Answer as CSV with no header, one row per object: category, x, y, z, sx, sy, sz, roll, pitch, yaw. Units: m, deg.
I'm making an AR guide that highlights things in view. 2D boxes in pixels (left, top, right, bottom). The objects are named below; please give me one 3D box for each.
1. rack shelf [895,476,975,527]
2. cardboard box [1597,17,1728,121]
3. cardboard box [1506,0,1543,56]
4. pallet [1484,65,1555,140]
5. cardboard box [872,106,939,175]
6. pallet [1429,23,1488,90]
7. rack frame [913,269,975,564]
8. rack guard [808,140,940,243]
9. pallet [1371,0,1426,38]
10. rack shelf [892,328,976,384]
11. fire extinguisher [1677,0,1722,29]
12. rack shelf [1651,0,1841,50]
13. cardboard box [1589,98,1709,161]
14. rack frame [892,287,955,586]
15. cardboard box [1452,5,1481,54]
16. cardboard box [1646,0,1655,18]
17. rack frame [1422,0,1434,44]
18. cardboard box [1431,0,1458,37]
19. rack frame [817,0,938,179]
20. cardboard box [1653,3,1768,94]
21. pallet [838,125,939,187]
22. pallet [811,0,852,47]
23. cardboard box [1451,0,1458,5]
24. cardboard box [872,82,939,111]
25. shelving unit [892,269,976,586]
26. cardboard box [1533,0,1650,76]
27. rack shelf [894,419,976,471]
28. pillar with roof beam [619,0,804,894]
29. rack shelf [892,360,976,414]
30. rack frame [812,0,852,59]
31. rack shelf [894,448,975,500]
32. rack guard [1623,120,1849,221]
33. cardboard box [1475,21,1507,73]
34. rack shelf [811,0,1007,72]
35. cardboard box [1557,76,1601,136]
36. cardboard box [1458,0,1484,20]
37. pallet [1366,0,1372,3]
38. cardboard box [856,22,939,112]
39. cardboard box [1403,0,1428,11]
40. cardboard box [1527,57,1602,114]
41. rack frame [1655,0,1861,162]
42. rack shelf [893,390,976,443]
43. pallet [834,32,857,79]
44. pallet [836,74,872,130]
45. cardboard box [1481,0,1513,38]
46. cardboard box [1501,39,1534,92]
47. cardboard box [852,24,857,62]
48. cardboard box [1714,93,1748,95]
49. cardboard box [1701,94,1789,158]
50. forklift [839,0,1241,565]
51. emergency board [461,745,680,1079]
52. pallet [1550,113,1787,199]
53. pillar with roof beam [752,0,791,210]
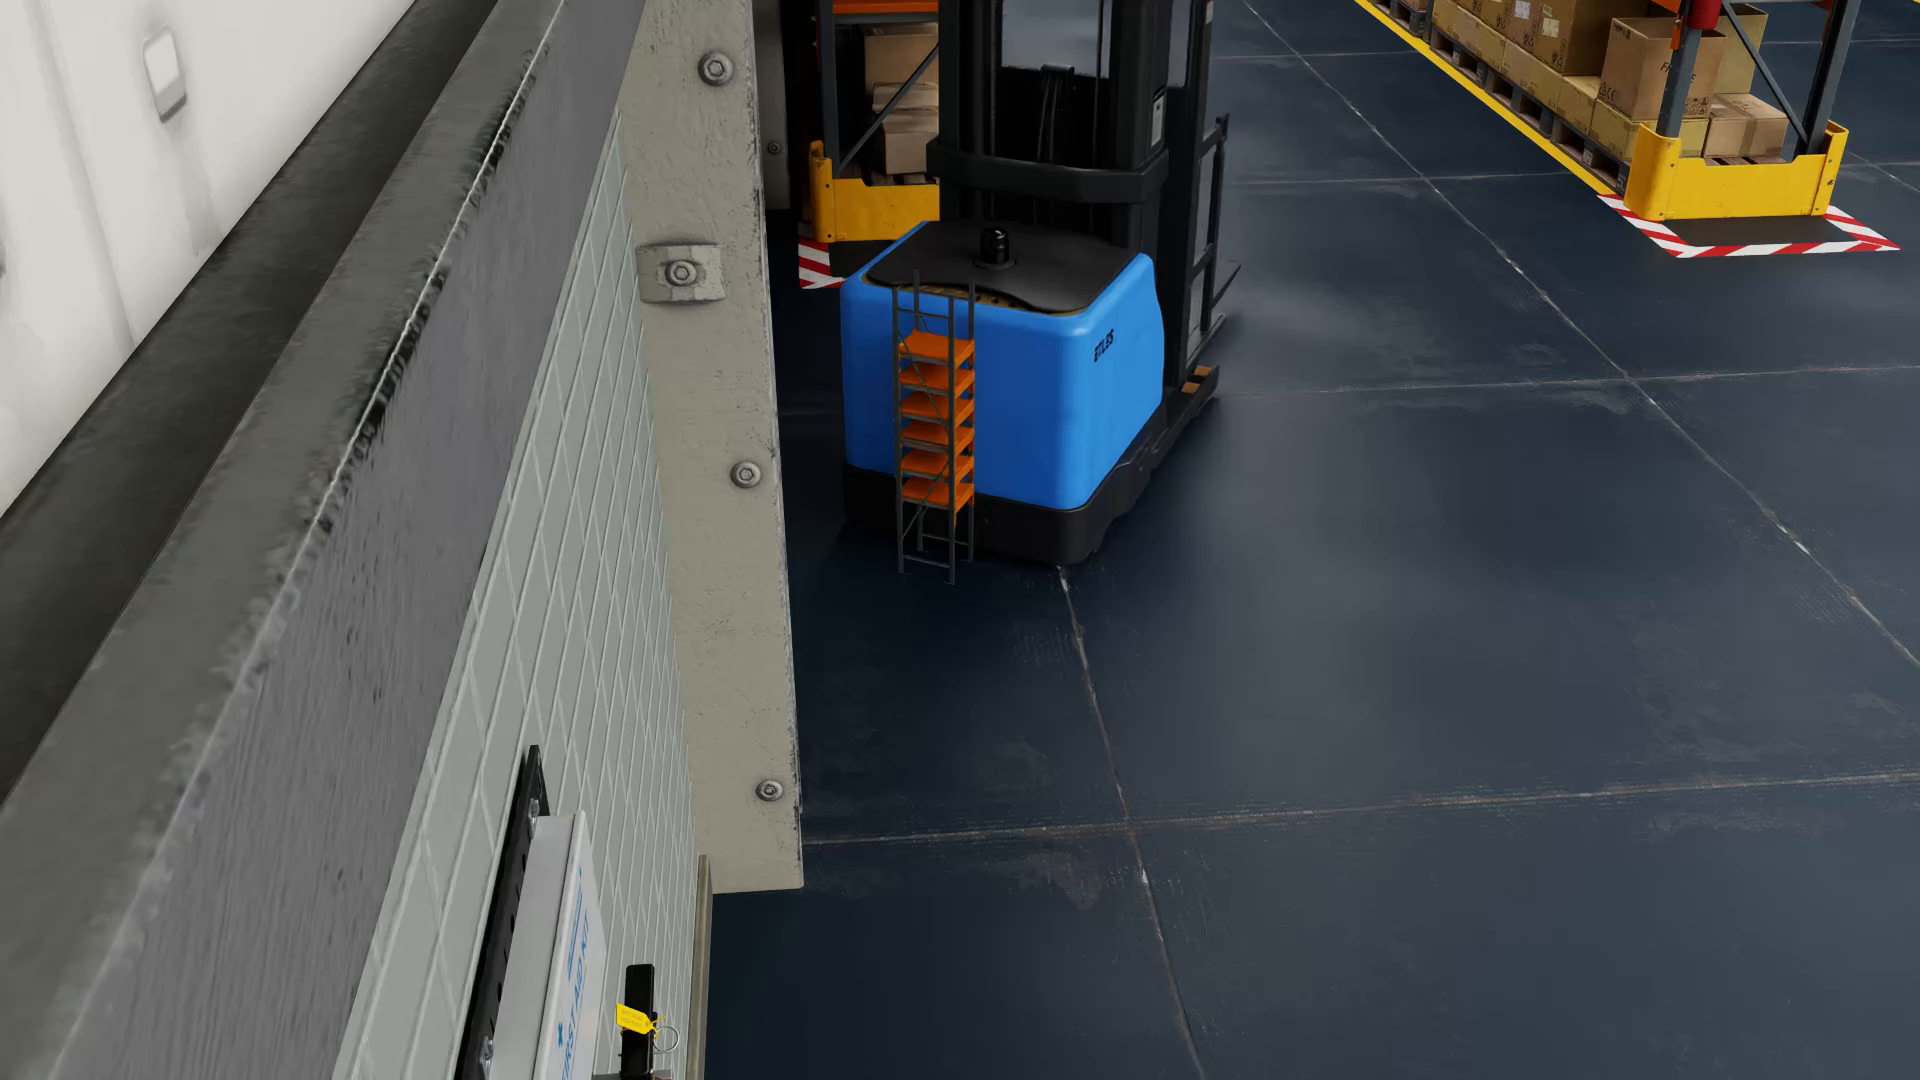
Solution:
rack shelf,-0.095,-0.160,6.402,0.258,0.103,0.180,12,33,20
cardboard box,4.308,-2.905,10.228,0.500,0.500,0.500,-3,31,-5
cardboard box,4.155,-3.670,11.509,0.500,0.500,0.500,-3,31,-5
pallet,4.431,-3.136,11.794,1.003,0.211,1.213,-3,31,-5
cardboard box,-0.252,-2.476,10.163,0.500,0.311,0.500,-6,31,-10
pallet,4.313,-3.760,12.840,1.003,0.211,1.213,-3,31,-5
rack frame,-0.059,-0.447,6.329,0.240,1.200,0.006,12,33,20
rack guard,-0.284,-2.050,9.694,1.175,0.500,0.348,-3,31,-5
pallet,4.173,-4.543,14.149,1.003,0.211,1.213,-3,31,-5
rack shelf,-0.095,-0.675,6.095,0.258,0.103,0.180,12,33,20
fire extinguisher,4.203,-3.207,9.270,0.296,0.674,0.183,-3,31,-5
rack shelf,4.468,-4.036,11.283,1.077,0.370,4.000,-3,31,-5
cardboard box,4.310,-2.583,10.421,0.500,0.250,0.500,-3,31,-5
rack frame,-0.132,-0.361,6.184,0.240,1.200,0.006,12,33,20
cardboard box,4.064,-3.859,12.557,0.500,0.250,0.500,-3,31,-5
cardboard box,4.718,-3.439,11.123,0.500,0.500,0.500,-3,31,-5
rack frame,4.281,-5.365,12.808,1.000,3.000,0.127,-3,31,-5
cardboard box,4.022,-4.114,12.984,0.500,0.250,0.500,-3,31,-5
rack frame,-0.277,-3.084,8.988,1.000,3.000,0.127,-3,31,-5
cardboard box,4.777,-3.185,10.697,0.500,0.500,0.500,-3,31,-5
pallet,-0.325,-2.342,10.465,1.003,0.211,1.213,-3,31,-5
pallet,-0.725,-4.327,13.788,1.003,0.211,1.213,-3,31,-5
cardboard box,4.012,-4.435,12.791,0.500,0.500,0.500,-3,31,-5
cardboard box,-0.305,-2.767,10.651,0.500,0.311,0.500,0,31,0
shelving unit,-0.095,-0.404,6.256,0.258,1.200,0.189,12,33,20
cardboard box,4.200,-3.414,11.082,0.500,0.500,0.500,-3,31,-5
rack shelf,-0.095,-0.366,6.279,0.258,0.103,0.180,12,33,20
pillar with roof beam,3.643,-3.118,3.195,9.100,9.000,0.400,-3,31,-5
rack shelf,-0.095,-0.572,6.156,0.258,0.103,0.180,12,33,20
rack frame,-0.651,-5.126,12.407,1.000,3.000,0.127,-3,31,-5
rack shelf,-0.095,-0.263,6.341,0.258,0.103,0.180,12,33,20
rack guard,4.657,-2.238,10.009,1.175,0.500,0.348,-3,31,-5
cardboard box,4.106,-3.603,12.129,0.500,0.250,0.500,-3,31,-5
rack shelf,-0.464,-3.796,10.882,1.077,0.370,4.000,-3,31,-5
cardboard box,4.252,-2.837,10.847,0.500,0.250,0.500,-3,31,-5
cardboard box,4.067,-4.181,12.364,0.500,0.500,0.500,-3,31,-5
pallet,4.056,-5.167,15.194,1.003,0.211,1.213,-3,31,-5
cardboard box,-0.324,-3.225,11.233,0.700,0.500,0.500,-5,31,-8
cardboard box,3.953,-4.563,13.736,0.500,0.250,0.500,-3,31,-5
cardboard box,4.203,-3.093,11.274,0.500,0.250,0.500,-3,31,-5
rack frame,4.655,-3.323,9.389,1.000,3.000,0.127,-3,31,-5
rack shelf,-0.095,-0.469,6.218,0.258,0.103,0.180,12,33,20
pallet,-0.553,-3.588,12.551,1.003,0.211,1.213,-3,31,-5
pallet,-0.436,-2.964,11.506,1.003,0.211,1.213,-3,31,-5
cardboard box,4.106,-3.925,11.936,0.500,0.500,0.500,-3,31,-5
cardboard box,4.158,-3.348,11.702,0.500,0.250,0.500,-3,31,-5
cardboard box,-0.514,-3.714,12.051,0.500,0.500,0.500,-5,31,-8
cardboard box,4.776,-2.863,10.889,0.500,0.250,0.500,-3,31,-5
cardboard box,4.826,-2.608,10.462,0.500,0.250,0.500,-3,31,-5
forklift,0.575,-1.901,7.074,1.130,2.935,3.031,12,33,20
emergency board,-0.450,0.927,2.273,0.194,1.169,0.643,-3,31,-5
pallet,4.541,-2.515,10.754,1.003,0.211,1.213,-3,31,-5
pillar with roof beam,3.082,-6.182,8.324,9.100,9.000,0.400,-3,31,-5
